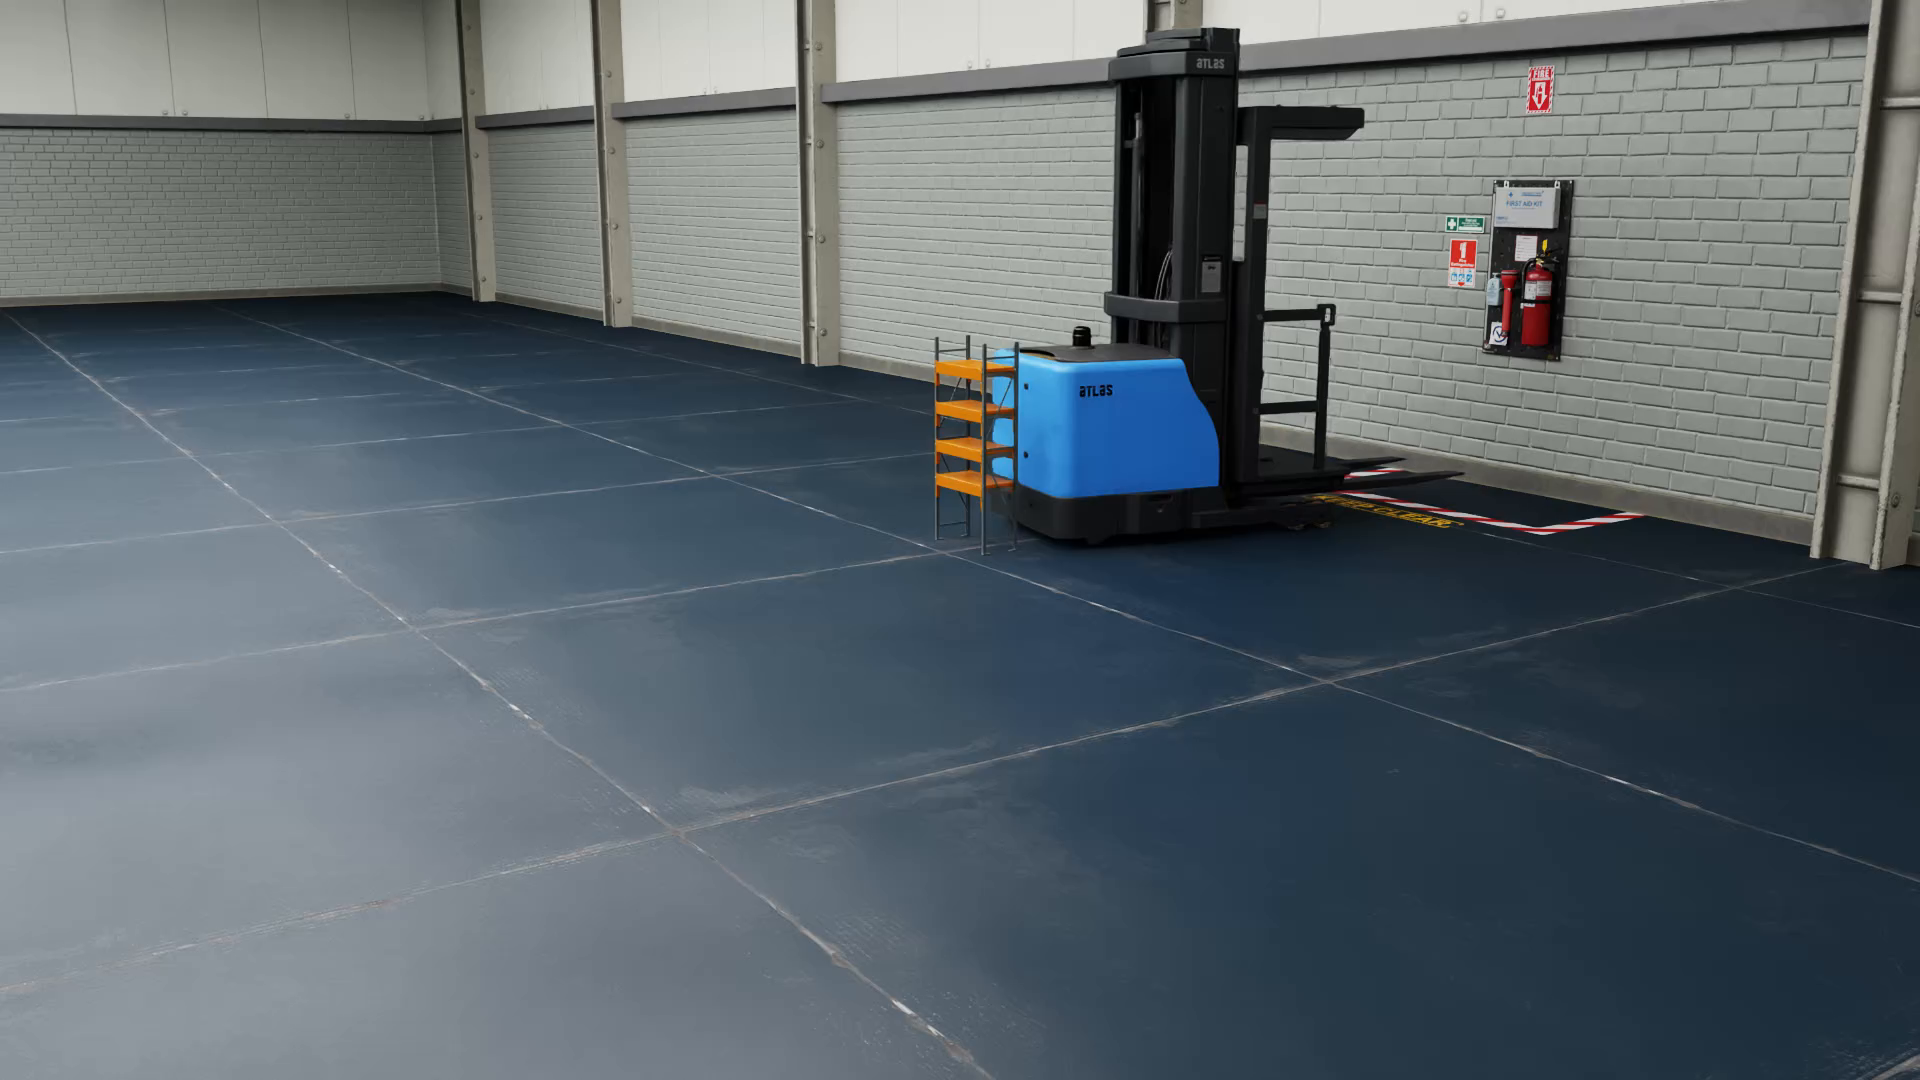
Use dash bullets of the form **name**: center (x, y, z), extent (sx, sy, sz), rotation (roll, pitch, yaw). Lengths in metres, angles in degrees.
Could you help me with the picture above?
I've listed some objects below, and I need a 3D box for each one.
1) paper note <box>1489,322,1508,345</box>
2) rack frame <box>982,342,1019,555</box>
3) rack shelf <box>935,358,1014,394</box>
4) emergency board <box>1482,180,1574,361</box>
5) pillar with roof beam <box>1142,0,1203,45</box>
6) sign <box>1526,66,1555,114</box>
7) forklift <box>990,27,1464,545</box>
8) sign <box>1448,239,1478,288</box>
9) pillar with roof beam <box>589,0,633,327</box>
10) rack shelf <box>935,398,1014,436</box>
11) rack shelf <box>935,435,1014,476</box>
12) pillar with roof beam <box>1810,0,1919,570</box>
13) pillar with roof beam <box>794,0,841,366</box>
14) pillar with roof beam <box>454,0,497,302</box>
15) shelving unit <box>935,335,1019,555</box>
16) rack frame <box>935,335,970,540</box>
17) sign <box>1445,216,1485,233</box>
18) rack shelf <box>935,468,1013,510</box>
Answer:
- **paper note**: center (3.675, -1.407, 11.337), extent (0.016, 0.148, 0.142), rotation (-8, 15, -33)
- **rack frame**: center (0.227, -0.513, 9.401), extent (0.240, 1.200, 0.015), rotation (-8, 15, -33)
- **rack shelf**: center (0.092, -0.941, 9.515), extent (0.258, 0.148, 0.480), rotation (-8, 15, -33)
- **emergency board**: center (3.715, -1.798, 11.062), extent (0.194, 1.169, 0.643), rotation (-8, 15, -33)
- **pillar with roof beam**: center (-1.855, -4.842, 10.940), extent (9.100, 9.000, 0.400), rotation (-8, 15, -33)
- **sign**: center (3.794, -2.944, 10.875), extent (0.001, 0.298, 0.199), rotation (-8, 15, -33)
- **forklift**: center (1.753, -1.587, 10.257), extent (3.031, 2.935, 1.130), rotation (-5, 13, -22)
- **sign**: center (3.495, -1.926, 11.564), extent (0.001, 0.329, 0.234), rotation (-8, 15, -33)
- **pillar with roof beam**: center (-8.504, -6.976, 20.699), extent (9.100, 9.000, 0.400), rotation (-8, 15, -33)
- **rack shelf**: center (0.092, -0.710, 9.566), extent (0.258, 0.148, 0.480), rotation (-8, 15, -33)
- **rack shelf**: center (0.092, -0.491, 9.613), extent (0.258, 0.148, 0.480), rotation (-8, 15, -33)
- **pillar with roof beam**: center (1.469, -3.775, 6.061), extent (9.100, 9.000, 0.400), rotation (-8, 15, -33)
- **pillar with roof beam**: center (-5.180, -5.909, 15.820), extent (9.100, 9.000, 0.400), rotation (-8, 15, -33)
- **pillar with roof beam**: center (-11.828, -8.043, 25.579), extent (9.100, 9.000, 0.400), rotation (-8, 15, -33)
- **shelving unit**: center (0.092, -0.557, 9.599), extent (0.258, 1.200, 0.503), rotation (-8, 15, -33)
- **rack frame**: center (-0.043, -0.600, 9.797), extent (0.240, 1.200, 0.015), rotation (-8, 15, -33)
- **sign**: center (3.490, -2.183, 11.499), extent (0.001, 0.109, 0.331), rotation (-8, 15, -33)
- **rack shelf**: center (0.092, -0.297, 9.656), extent (0.258, 0.148, 0.480), rotation (-8, 15, -33)
